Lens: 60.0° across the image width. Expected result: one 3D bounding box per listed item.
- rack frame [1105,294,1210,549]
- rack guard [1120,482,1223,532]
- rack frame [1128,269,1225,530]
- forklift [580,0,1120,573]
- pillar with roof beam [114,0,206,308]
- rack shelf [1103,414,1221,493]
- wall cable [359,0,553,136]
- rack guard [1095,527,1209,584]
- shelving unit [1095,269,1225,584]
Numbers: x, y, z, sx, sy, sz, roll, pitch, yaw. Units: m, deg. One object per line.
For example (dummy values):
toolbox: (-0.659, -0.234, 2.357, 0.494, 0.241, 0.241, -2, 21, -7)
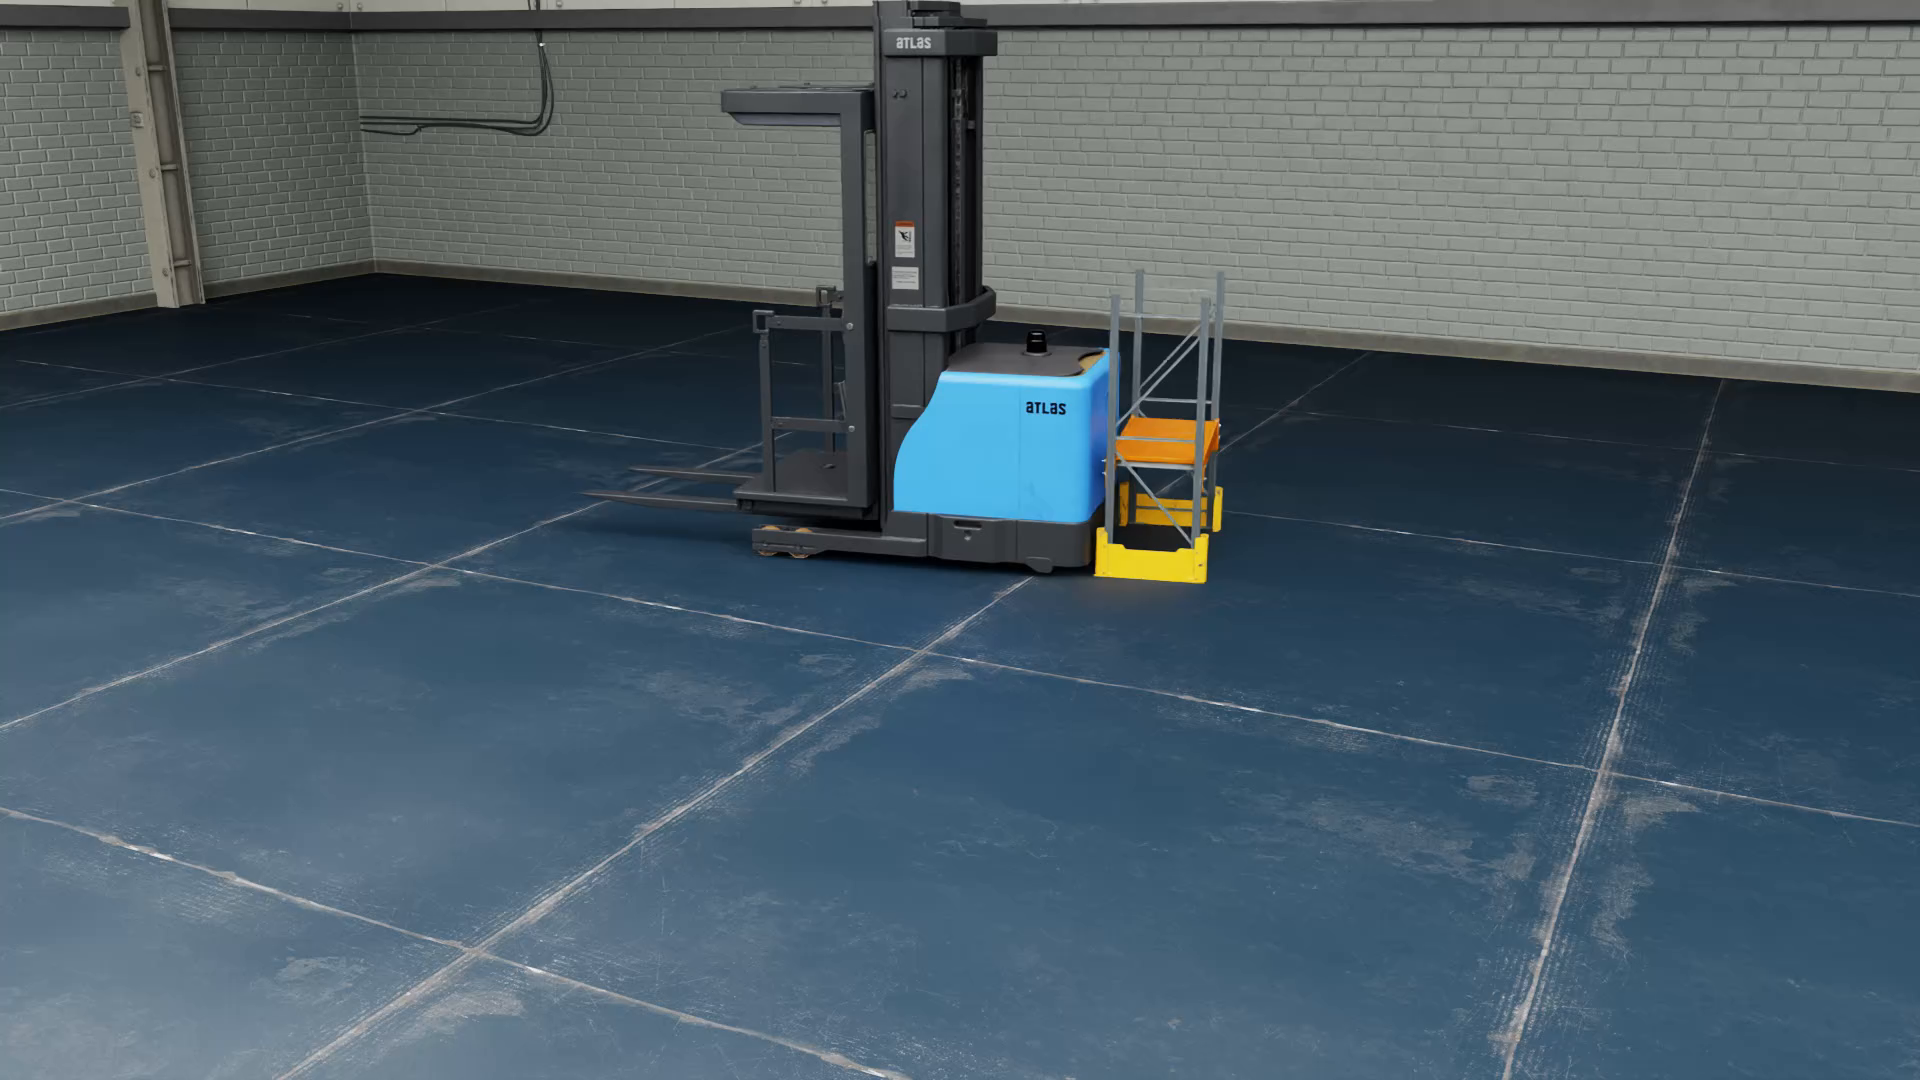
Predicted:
rack frame: (1.015, -0.518, 8.632, 0.500, 1.500, 0.032, 4, 17, 12)
rack guard: (1.237, -0.195, 9.742, 0.587, 0.250, 0.087, 4, 17, 12)
rack frame: (1.242, -0.800, 9.582, 0.500, 1.500, 0.032, 4, 17, 12)
forklift: (-0.660, -1.441, 9.227, 3.031, 2.935, 1.130, 4, 17, 15)
pillar with roof beam: (-4.670, -6.340, 15.066, 9.100, 9.000, 0.400, 8, 18, 25)
rack shelf: (1.128, -0.486, 9.158, 0.538, 0.185, 1.000, 4, 17, 12)
wall cable: (-6.022, -5.982, 19.313, 3.097, 2.526, 0.112, 8, 18, 25)
rack guard: (1.014, 0.081, 8.811, 0.587, 0.250, 0.087, 4, 17, 12)
shelving unit: (1.126, -0.656, 9.099, 0.587, 1.500, 1.083, 4, 17, 12)
